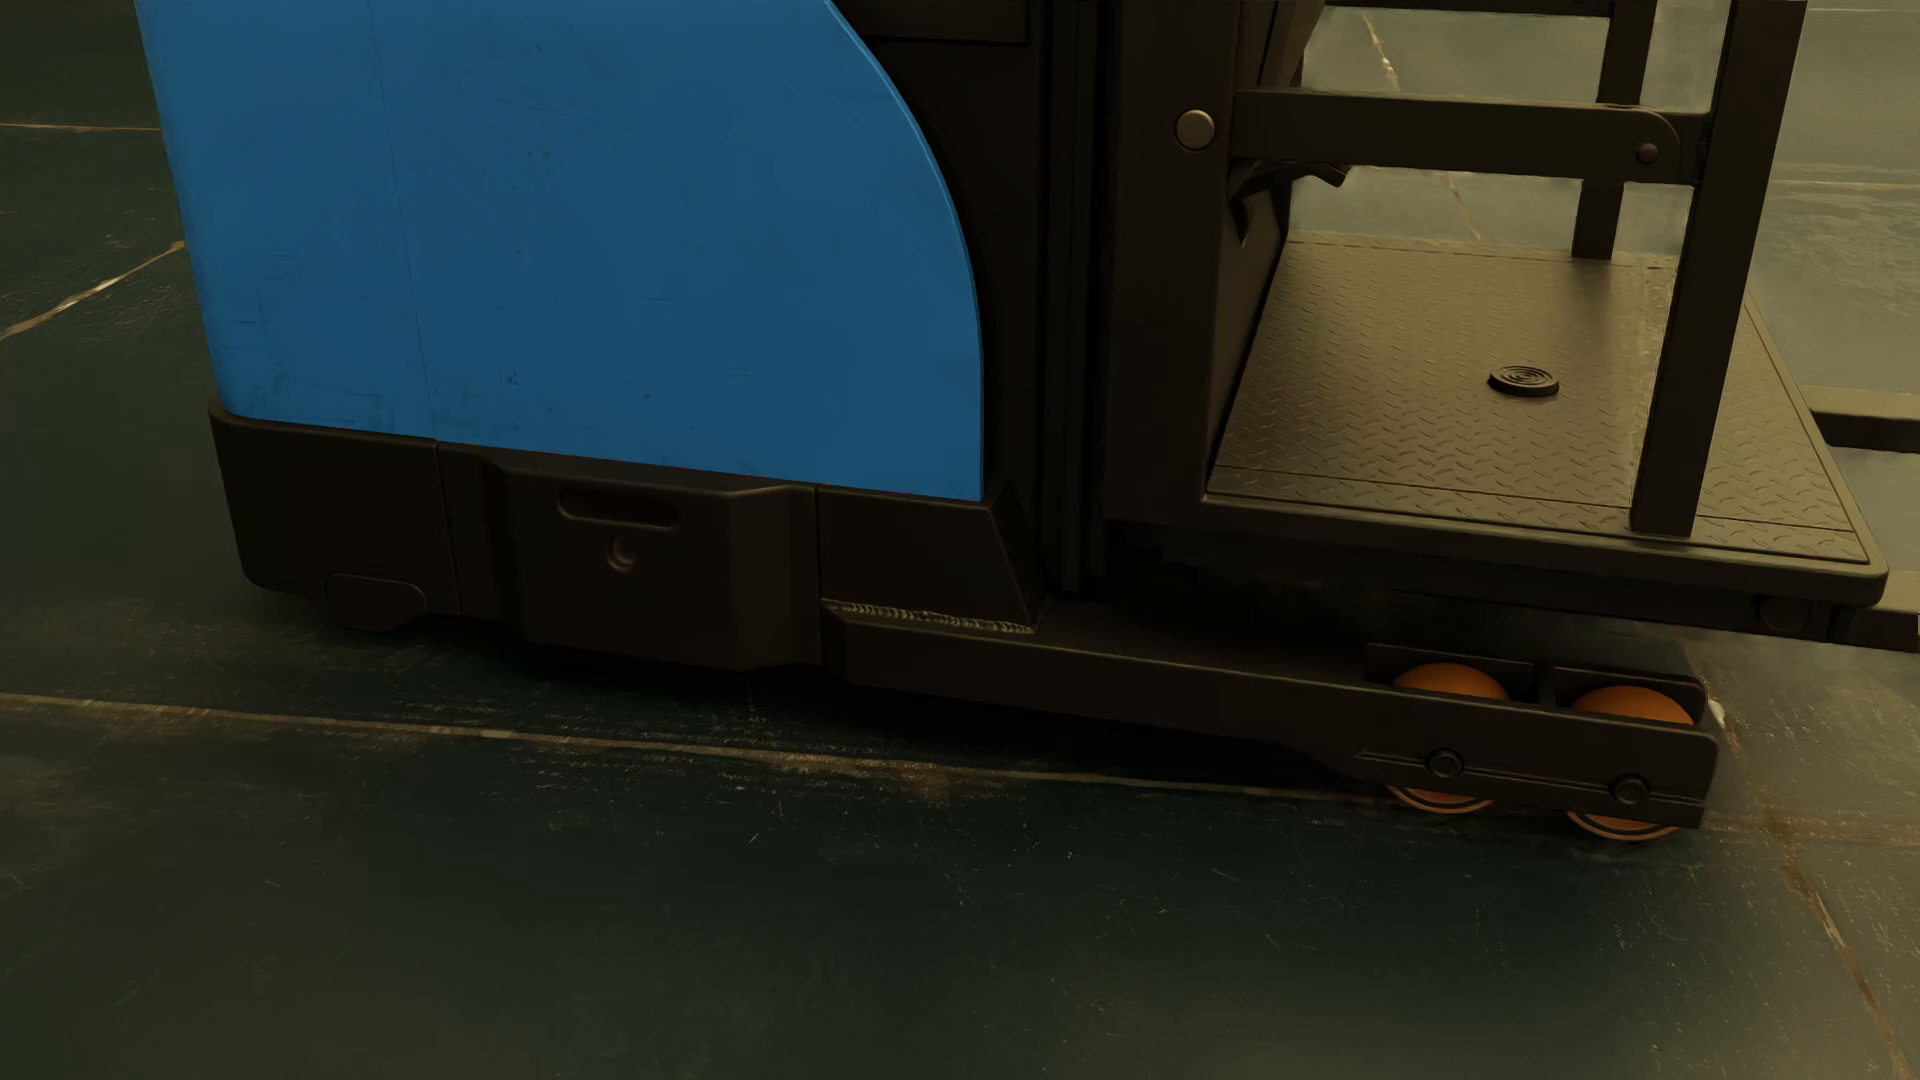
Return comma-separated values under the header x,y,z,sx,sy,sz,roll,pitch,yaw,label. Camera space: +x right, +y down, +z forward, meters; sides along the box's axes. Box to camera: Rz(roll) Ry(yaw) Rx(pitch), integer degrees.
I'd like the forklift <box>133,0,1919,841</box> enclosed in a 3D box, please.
x,y,z,sx,sy,sz,roll,pitch,yaw,label
0.592,-1.244,1.710,3.031,2.935,1.130,7,27,13,forklift
